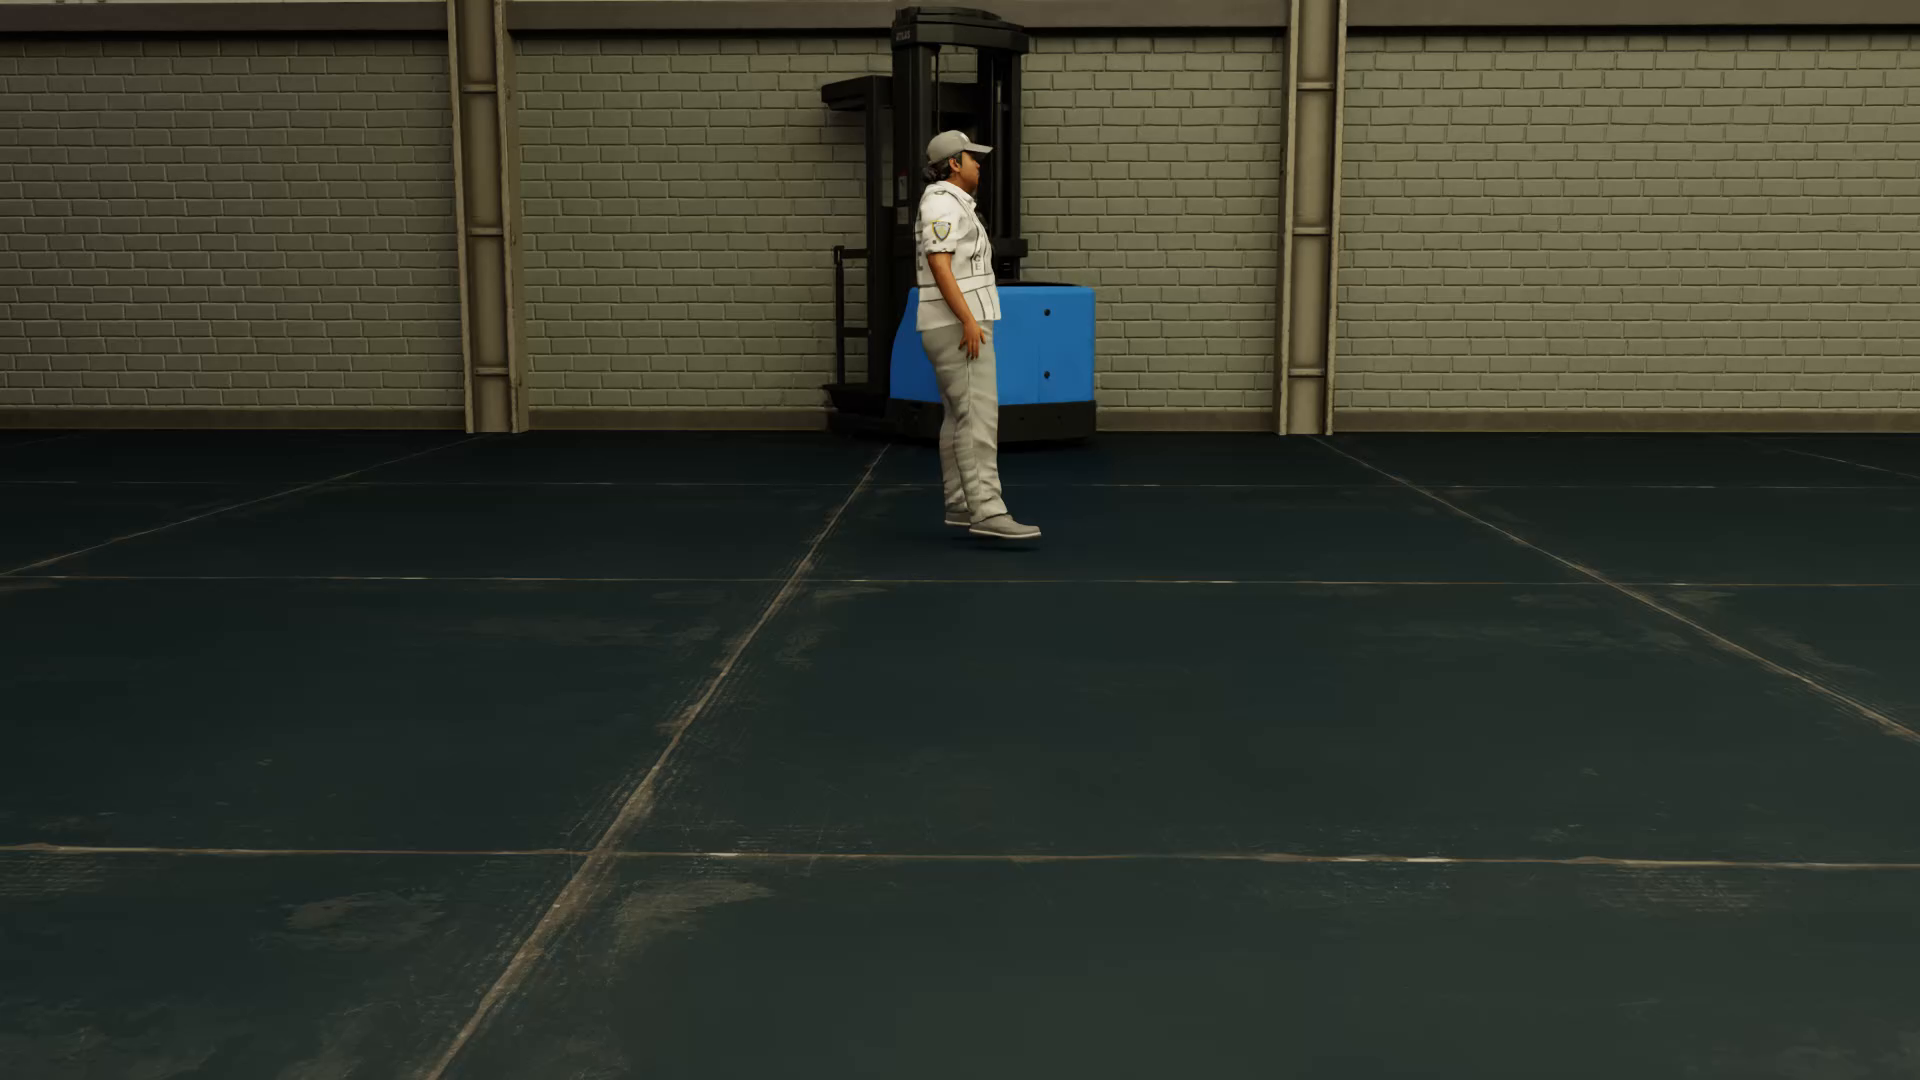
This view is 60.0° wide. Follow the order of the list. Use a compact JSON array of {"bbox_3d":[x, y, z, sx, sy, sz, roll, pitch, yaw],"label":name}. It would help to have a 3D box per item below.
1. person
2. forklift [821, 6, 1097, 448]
[{"bbox_3d":[0.076,-0.866,6.969,0.529,1.670,0.598,0,9,1],"label":"person"},{"bbox_3d":[-0.308,-2.227,12.003,1.130,2.935,3.031,-6,10,-33],"label":"forklift"}]
